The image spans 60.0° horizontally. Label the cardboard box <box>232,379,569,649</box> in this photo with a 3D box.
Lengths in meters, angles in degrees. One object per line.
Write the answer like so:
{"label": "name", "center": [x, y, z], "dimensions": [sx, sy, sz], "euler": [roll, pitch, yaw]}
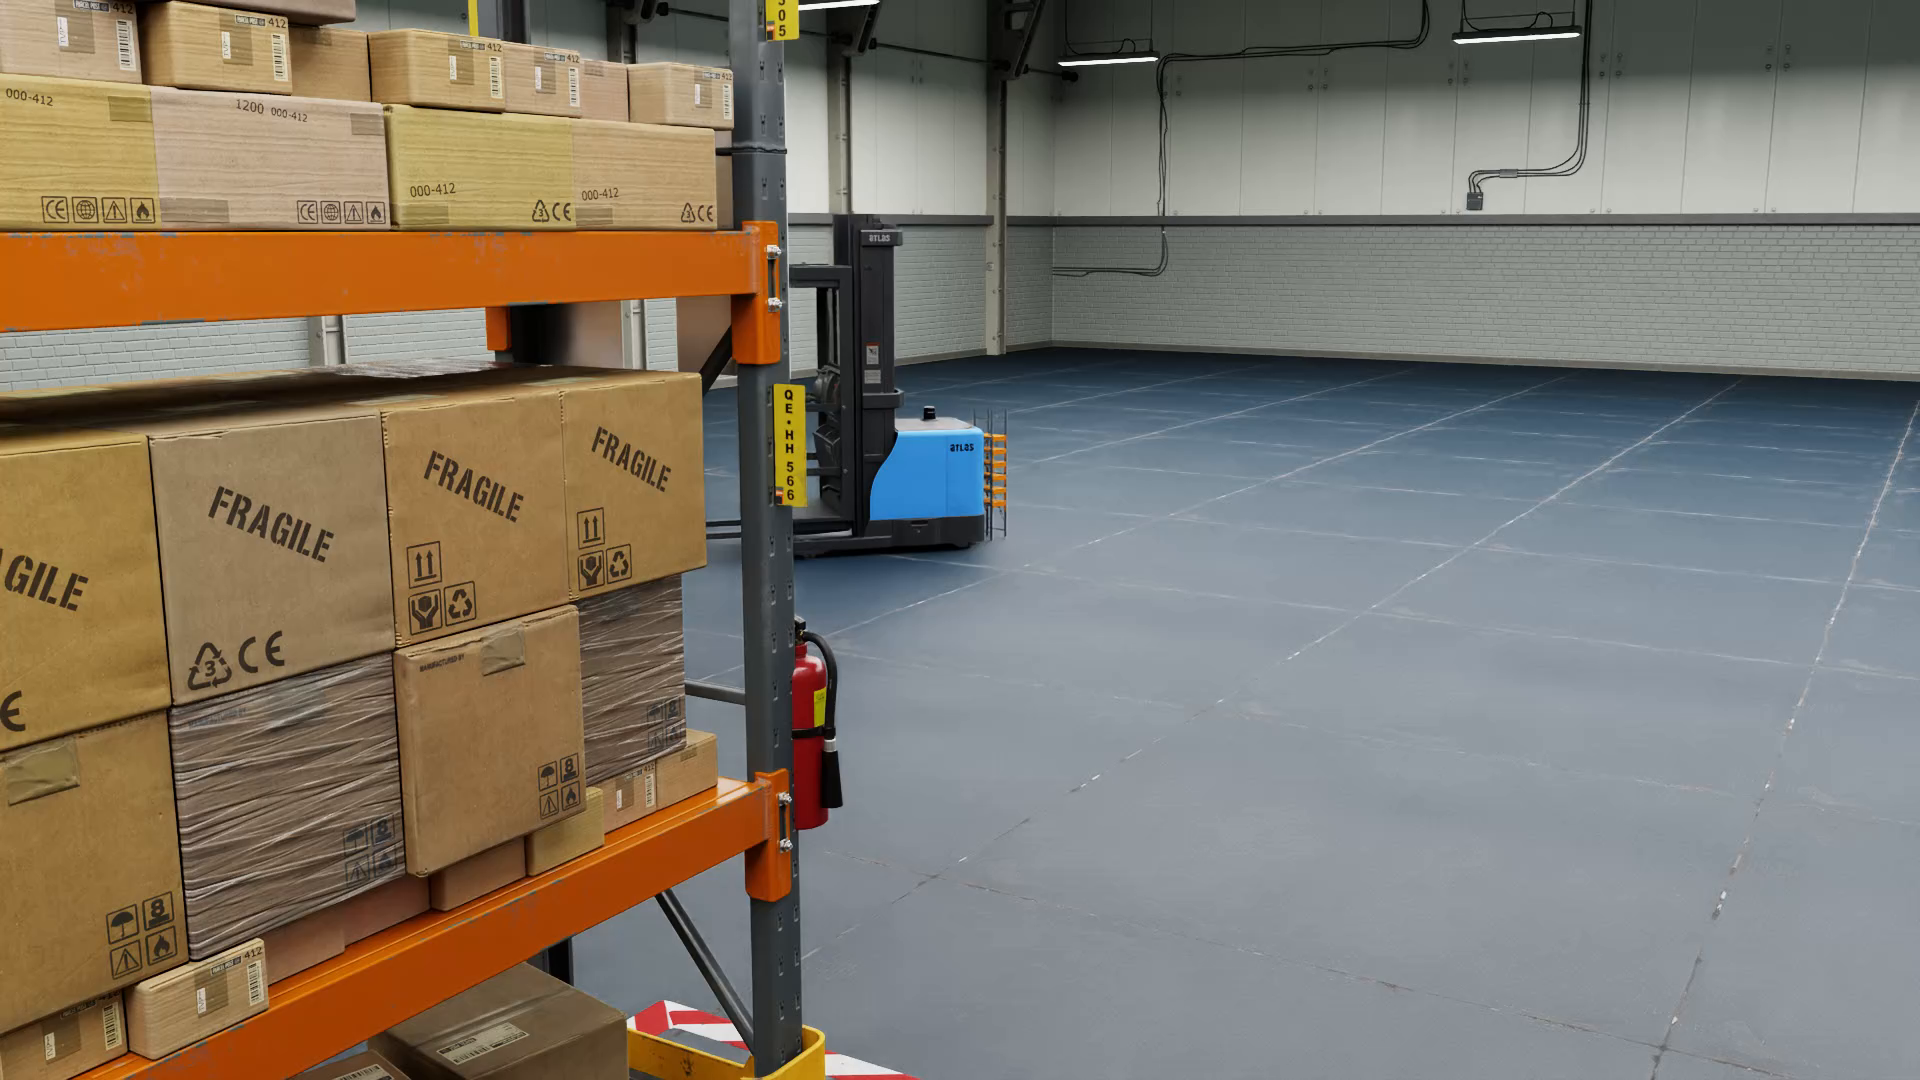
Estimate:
{"label": "cardboard box", "center": [-1.246, -0.081, 3.736], "dimensions": [0.500, 0.500, 0.500], "euler": [6, 12, 31]}

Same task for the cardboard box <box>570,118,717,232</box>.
{"label": "cardboard box", "center": [-0.950, -0.884, 4.079], "dimensions": [0.500, 0.250, 0.500], "euler": [7, 13, 32]}

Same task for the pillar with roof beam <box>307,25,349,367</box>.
{"label": "pillar with roof beam", "center": [-4.853, -5.406, 19.670], "dimensions": [9.100, 9.000, 0.400], "euler": [6, 12, 31]}

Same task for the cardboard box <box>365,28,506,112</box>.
{"label": "cardboard box", "center": [-1.188, -0.982, 3.517], "dimensions": [0.380, 0.149, 0.250], "euler": [6, 12, 31]}

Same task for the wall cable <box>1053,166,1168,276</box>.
{"label": "wall cable", "center": [3.472, -7.459, 39.074], "dimensions": [3.097, 2.526, 0.112], "euler": [6, 12, 31]}

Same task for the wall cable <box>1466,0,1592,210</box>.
{"label": "wall cable", "center": [11.578, -9.747, 33.617], "dimensions": [2.305, 6.003, 0.169], "euler": [6, 12, 31]}

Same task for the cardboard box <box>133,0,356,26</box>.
{"label": "cardboard box", "center": [-1.505, -1.231, 3.086], "dimensions": [0.500, 0.500, 0.500], "euler": [6, 12, 31]}

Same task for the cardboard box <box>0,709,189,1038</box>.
{"label": "cardboard box", "center": [-1.949, 0.547, 3.098], "dimensions": [0.875, 0.500, 0.500], "euler": [6, 12, 31]}

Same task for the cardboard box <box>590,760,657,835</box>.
{"label": "cardboard box", "center": [-1.019, 0.643, 4.344], "dimensions": [0.380, 0.149, 0.250], "euler": [6, 12, 31]}

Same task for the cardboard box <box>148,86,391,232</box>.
{"label": "cardboard box", "center": [-1.480, -0.726, 3.232], "dimensions": [0.500, 0.250, 0.500], "euler": [7, 13, 32]}

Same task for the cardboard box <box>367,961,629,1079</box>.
{"label": "cardboard box", "center": [-1.255, 1.535, 4.551], "dimensions": [0.500, 0.500, 0.500], "euler": [9, 14, 41]}

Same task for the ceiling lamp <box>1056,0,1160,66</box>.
{"label": "ceiling lamp", "center": [2.866, -10.455, 30.781], "dimensions": [2.000, 3.185, 0.800], "euler": [6, 12, 31]}

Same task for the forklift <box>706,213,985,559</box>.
{"label": "forklift", "center": [-1.355, -1.378, 14.644], "dimensions": [3.031, 2.935, 1.130], "euler": [-3, 11, -15]}

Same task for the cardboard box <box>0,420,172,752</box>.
{"label": "cardboard box", "center": [-1.774, 0.075, 2.902], "dimensions": [0.500, 0.500, 0.500], "euler": [6, 12, 31]}

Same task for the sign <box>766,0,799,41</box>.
{"label": "sign", "center": [-0.453, -1.437, 4.218], "dimensions": [0.100, 0.325, 0.005], "euler": [6, 12, 31]}

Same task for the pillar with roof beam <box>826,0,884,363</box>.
{"label": "pillar with roof beam", "center": [1.377, -7.293, 29.751], "dimensions": [9.100, 9.000, 0.548], "euler": [6, 12, 31]}

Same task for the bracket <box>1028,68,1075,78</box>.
{"label": "bracket", "center": [2.255, -10.728, 38.319], "dimensions": [0.076, 0.066, 3.189], "euler": [6, 12, 31]}

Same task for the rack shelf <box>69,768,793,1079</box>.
{"label": "rack shelf", "center": [-1.955, 1.084, 3.262], "dimensions": [1.077, 0.370, 4.000], "euler": [6, 12, 31]}

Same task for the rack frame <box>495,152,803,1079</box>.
{"label": "rack frame", "center": [-0.917, 0.416, 4.876], "dimensions": [1.000, 3.000, 0.127], "euler": [6, 12, 31]}

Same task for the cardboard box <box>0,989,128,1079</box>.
{"label": "cardboard box", "center": [-1.767, 0.883, 3.066], "dimensions": [0.380, 0.149, 0.250], "euler": [6, 12, 31]}

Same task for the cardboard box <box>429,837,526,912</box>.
{"label": "cardboard box", "center": [-1.248, 0.725, 3.906], "dimensions": [0.380, 0.149, 0.250], "euler": [6, 12, 31]}

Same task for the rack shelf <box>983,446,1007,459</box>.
{"label": "rack shelf", "center": [0.272, -0.792, 15.155], "dimensions": [0.258, 0.103, 0.180], "euler": [10, 15, 44]}

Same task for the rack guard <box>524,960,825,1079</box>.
{"label": "rack guard", "center": [-0.956, 1.657, 5.042], "dimensions": [1.175, 0.500, 0.348], "euler": [6, 12, 31]}

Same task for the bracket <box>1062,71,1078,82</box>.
{"label": "bracket", "center": [2.562, -10.821, 38.815], "dimensions": [0.235, 0.232, 0.430], "euler": [6, 12, 31]}

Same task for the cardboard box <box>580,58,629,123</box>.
{"label": "cardboard box", "center": [-1.030, -1.077, 4.026], "dimensions": [0.380, 0.149, 0.250], "euler": [6, 12, 29]}

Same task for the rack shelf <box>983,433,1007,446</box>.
{"label": "rack shelf", "center": [0.272, -0.910, 15.133], "dimensions": [0.258, 0.103, 0.180], "euler": [10, 15, 44]}

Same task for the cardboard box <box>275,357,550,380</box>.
{"label": "cardboard box", "center": [-1.435, -0.210, 4.424], "dimensions": [0.500, 0.500, 0.500], "euler": [6, 12, 31]}

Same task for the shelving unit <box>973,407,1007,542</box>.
{"label": "shelving unit", "center": [0.272, -0.599, 15.191], "dimensions": [0.258, 1.200, 0.189], "euler": [10, 15, 44]}

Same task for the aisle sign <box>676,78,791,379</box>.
{"label": "aisle sign", "center": [-0.628, -0.843, 4.536], "dimensions": [0.394, 0.787, 0.004], "euler": [6, 12, 31]}

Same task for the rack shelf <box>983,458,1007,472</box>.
{"label": "rack shelf", "center": [0.272, -0.674, 15.177], "dimensions": [0.258, 0.103, 0.180], "euler": [10, 15, 44]}

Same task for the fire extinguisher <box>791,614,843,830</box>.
{"label": "fire extinguisher", "center": [-0.464, 0.480, 4.744], "dimensions": [0.296, 0.674, 0.183], "euler": [6, 12, 31]}

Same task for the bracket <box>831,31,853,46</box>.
{"label": "bracket", "center": [-2.215, -9.374, 31.087], "dimensions": [0.235, 0.232, 0.430], "euler": [6, 12, 31]}

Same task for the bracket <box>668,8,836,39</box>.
{"label": "bracket", "center": [-3.552, -8.969, 28.922], "dimensions": [0.076, 0.066, 4.783], "euler": [6, 12, 31]}

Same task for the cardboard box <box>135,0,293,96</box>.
{"label": "cardboard box", "center": [-1.476, -0.903, 3.095], "dimensions": [0.380, 0.149, 0.250], "euler": [6, 12, 28]}

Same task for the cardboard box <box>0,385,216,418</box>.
{"label": "cardboard box", "center": [-1.959, -0.054, 3.587], "dimensions": [0.500, 0.500, 0.500], "euler": [6, 12, 31]}

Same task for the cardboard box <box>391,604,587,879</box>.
{"label": "cardboard box", "center": [-1.383, 0.395, 3.910], "dimensions": [0.875, 0.500, 0.500], "euler": [6, 12, 31]}

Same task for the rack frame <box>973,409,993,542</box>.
{"label": "rack frame", "center": [0.208, -0.587, 15.127], "dimensions": [0.240, 1.200, 0.006], "euler": [10, 15, 44]}

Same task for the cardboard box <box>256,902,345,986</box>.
{"label": "cardboard box", "center": [-1.523, 0.802, 3.496], "dimensions": [0.380, 0.149, 0.250], "euler": [6, 12, 31]}

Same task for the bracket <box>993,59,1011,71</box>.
{"label": "bracket", "center": [0.901, -10.318, 36.127], "dimensions": [0.235, 0.232, 0.430], "euler": [6, 12, 31]}
